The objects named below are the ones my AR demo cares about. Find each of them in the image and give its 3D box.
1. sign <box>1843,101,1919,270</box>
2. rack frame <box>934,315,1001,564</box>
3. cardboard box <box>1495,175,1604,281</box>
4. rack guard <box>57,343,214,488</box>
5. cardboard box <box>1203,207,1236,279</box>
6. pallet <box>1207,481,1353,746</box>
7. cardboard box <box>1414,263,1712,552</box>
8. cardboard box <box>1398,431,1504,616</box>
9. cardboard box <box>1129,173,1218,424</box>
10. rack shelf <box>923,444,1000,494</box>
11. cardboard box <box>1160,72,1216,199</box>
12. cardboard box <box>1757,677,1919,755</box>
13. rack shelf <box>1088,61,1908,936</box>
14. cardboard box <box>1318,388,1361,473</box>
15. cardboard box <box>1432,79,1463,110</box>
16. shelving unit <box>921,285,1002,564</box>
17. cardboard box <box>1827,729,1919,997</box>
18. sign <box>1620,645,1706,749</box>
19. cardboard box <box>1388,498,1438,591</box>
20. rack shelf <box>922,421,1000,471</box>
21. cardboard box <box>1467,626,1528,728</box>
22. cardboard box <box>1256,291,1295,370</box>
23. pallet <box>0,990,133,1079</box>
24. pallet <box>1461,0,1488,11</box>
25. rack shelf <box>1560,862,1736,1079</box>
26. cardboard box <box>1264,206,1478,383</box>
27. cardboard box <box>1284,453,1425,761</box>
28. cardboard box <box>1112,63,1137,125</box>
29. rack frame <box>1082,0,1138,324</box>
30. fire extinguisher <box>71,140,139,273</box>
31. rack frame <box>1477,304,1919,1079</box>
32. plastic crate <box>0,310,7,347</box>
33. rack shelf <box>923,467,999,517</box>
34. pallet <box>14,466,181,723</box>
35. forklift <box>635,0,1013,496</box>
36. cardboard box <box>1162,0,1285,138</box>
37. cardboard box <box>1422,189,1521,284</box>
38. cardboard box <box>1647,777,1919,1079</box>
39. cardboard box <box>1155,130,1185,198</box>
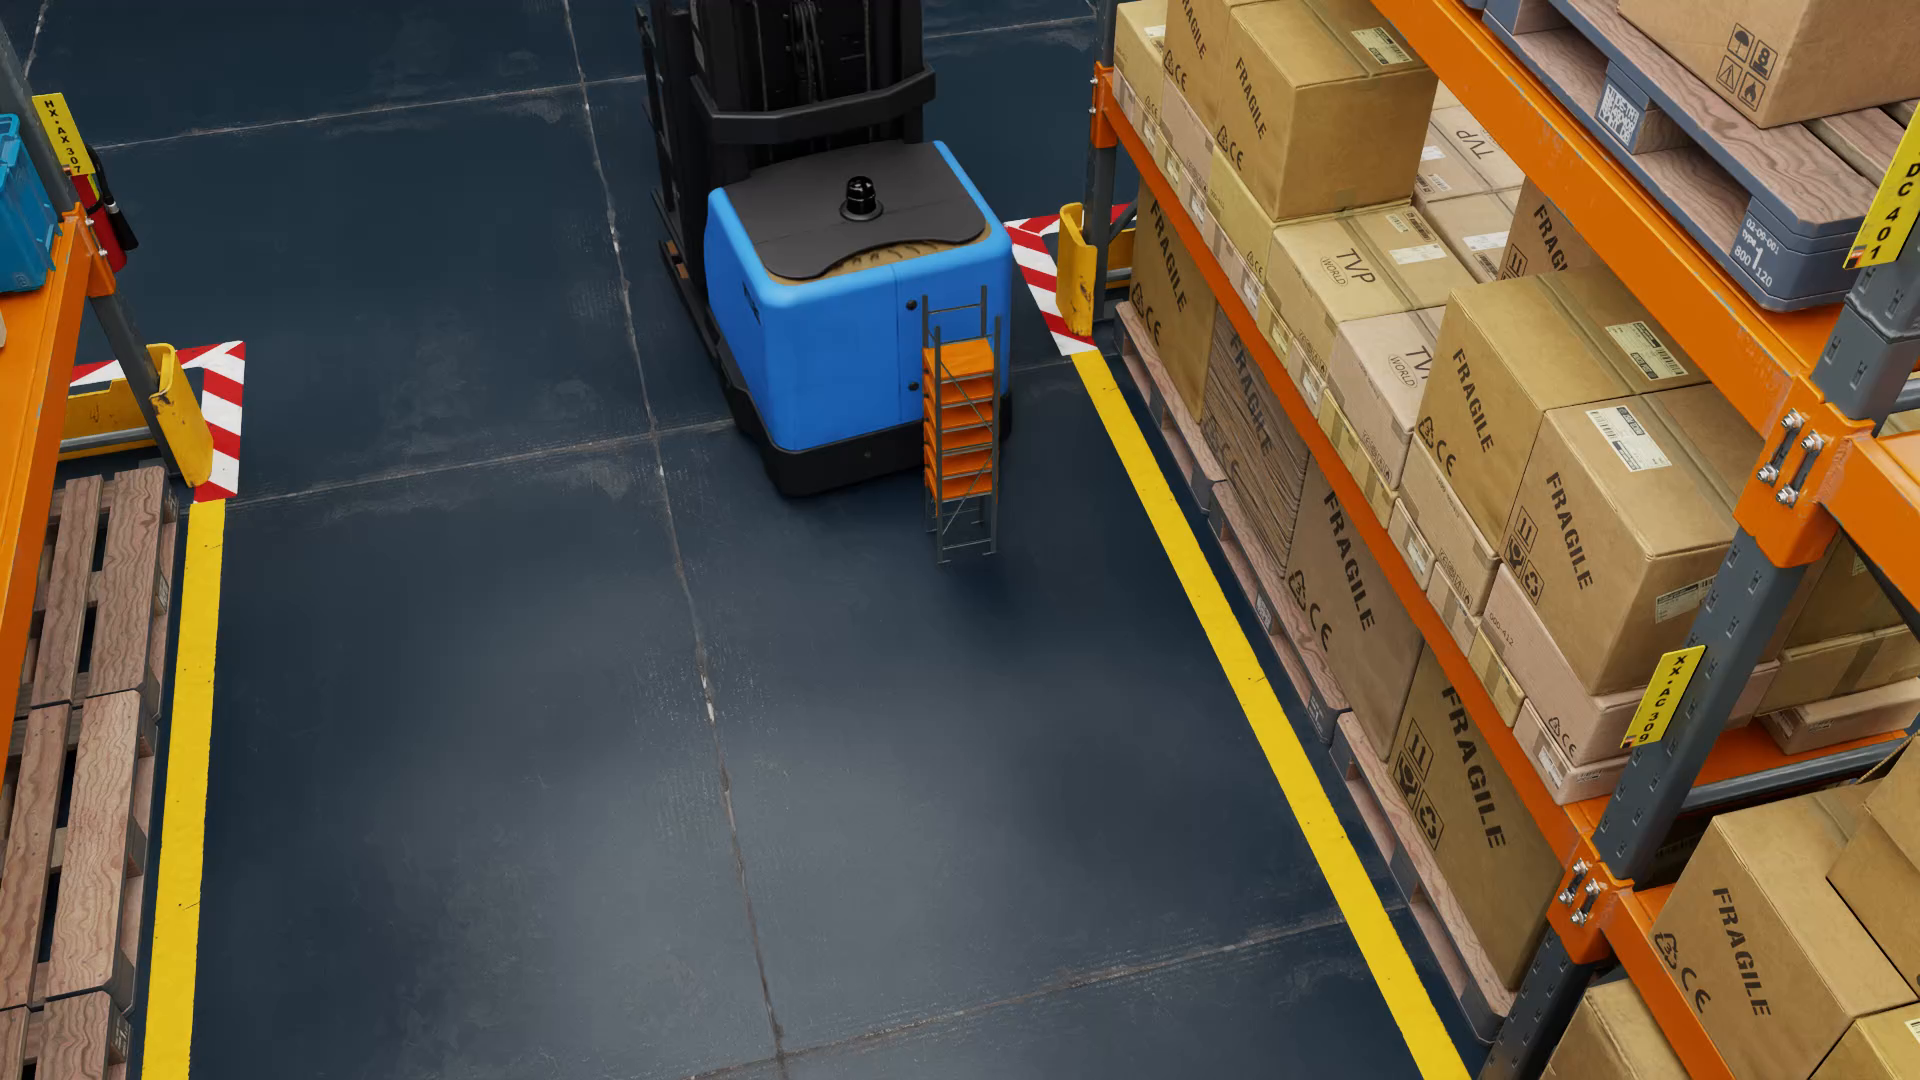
[{"bbox_3d":[1.539,-0.580,2.701,0.100,0.325,0.005,-11,47,-10],"label":"sign"},{"bbox_3d":[0.027,-0.347,6.250,0.240,1.200,0.006,-11,47,-10],"label":"rack frame"},{"bbox_3d":[1.943,-0.815,4.821,0.500,0.500,0.500,-12,47,-12],"label":"cardboard box"},{"bbox_3d":[-3.756,-0.419,6.811,1.175,0.500,0.348,-11,47,-10],"label":"rack guard"},{"bbox_3d":[1.088,-1.083,5.887,0.380,0.149,0.250,-12,47,-11],"label":"cardboard box"},{"bbox_3d":[1.640,0.169,6.437,1.003,0.211,1.213,-11,47,-10],"label":"pallet"},{"bbox_3d":[1.575,-0.353,4.368,0.500,0.500,0.500,-10,46,-10],"label":"cardboard box"},{"bbox_3d":[1.574,-0.089,4.634,0.500,0.250,0.500,-9,46,-9],"label":"cardboard box"},{"bbox_3d":[1.292,-1.162,6.982,0.875,0.875,0.875,-11,47,-10],"label":"cardboard box"},{"bbox_3d":[0.004,-0.295,6.429,0.258,0.103,0.180,-11,47,-10],"label":"rack shelf"},{"bbox_3d":[1.052,-1.499,6.015,0.500,0.250,0.500,-11,47,-11],"label":"cardboard box"},{"bbox_3d":[2.321,0.399,4.435,0.380,0.149,0.250,-11,47,-10],"label":"cardboard box"},{"bbox_3d":[1.563,-0.553,5.695,1.077,0.370,4.000,-11,47,-10],"label":"rack shelf"},{"bbox_3d":[1.351,-0.374,5.192,0.380,0.149,0.250,-11,47,-11],"label":"cardboard box"},{"bbox_3d":[1.561,-1.601,6.115,0.500,0.250,0.500,-11,47,-11],"label":"cardboard box"},{"bbox_3d":[0.004,-0.410,6.312,0.258,1.200,0.189,-11,47,-10],"label":"shelving unit"},{"bbox_3d":[2.247,0.629,3.261,0.797,0.503,0.637,-12,47,-11],"label":"cardboard box"},{"bbox_3d":[1.539,0.348,3.647,0.100,0.325,0.005,-11,47,-10],"label":"sign"},{"bbox_3d":[1.483,-0.019,4.845,0.380,0.149,0.250,-10,46,-10],"label":"cardboard box"},{"bbox_3d":[0.004,-0.379,6.343,0.258,0.103,0.180,-11,47,-10],"label":"rack shelf"},{"bbox_3d":[1.614,0.335,4.497,0.380,0.149,0.250,-10,46,-10],"label":"cardboard box"},{"bbox_3d":[1.218,-0.731,5.542,0.380,0.149,0.250,-12,47,-11],"label":"cardboard box"},{"bbox_3d":[-2.939,1.957,4.684,1.003,0.211,1.213,-11,47,-10],"label":"pallet"},{"bbox_3d":[1.567,-1.850,4.425,1.003,0.211,1.213,-11,47,-10],"label":"pallet"},{"bbox_3d":[2.587,2.209,2.989,1.077,0.370,4.000,-11,47,-10],"label":"rack shelf"},{"bbox_3d":[1.316,-0.792,5.323,0.500,0.250,0.500,-12,47,-11],"label":"cardboard box"},{"bbox_3d":[1.753,0.081,5.764,0.875,0.875,0.875,-11,47,-10],"label":"cardboard box"},{"bbox_3d":[0.823,-1.792,6.582,0.380,0.149,0.250,-10,46,-10],"label":"cardboard box"},{"bbox_3d":[1.051,-2.186,6.792,1.000,3.000,0.127,-11,47,-10],"label":"rack frame"},{"bbox_3d":[-3.336,-1.310,6.249,0.296,0.674,0.183,-11,47,-10],"label":"fire extinguisher"},{"bbox_3d":[2.075,0.576,4.085,1.000,3.000,0.127,-11,47,-10],"label":"rack frame"},{"bbox_3d":[-3.353,-0.679,5.458,0.396,0.136,0.243,-11,47,-10],"label":"plastic crate"},{"bbox_3d":[0.004,-0.211,6.515,0.258,0.103,0.180,-11,47,-10],"label":"rack shelf"},{"bbox_3d":[-3.563,0.272,6.335,1.003,0.211,1.213,-11,47,-10],"label":"pallet"},{"bbox_3d":[-0.794,-2.276,6.928,1.130,2.935,3.031,-16,48,-15],"label":"forklift"},{"bbox_3d":[1.041,-1.774,5.760,0.500,0.500,0.500,-12,47,-11],"label":"cardboard box"},{"bbox_3d":[1.829,-0.891,5.419,0.500,0.250,0.500,-11,47,-10],"label":"cardboard box"},{"bbox_3d":[1.951,0.904,3.694,0.500,0.500,0.500,-11,47,-10],"label":"cardboard box"},{"bbox_3d":[0.956,-1.439,6.236,0.380,0.149,0.250,-12,47,-11],"label":"cardboard box"}]
